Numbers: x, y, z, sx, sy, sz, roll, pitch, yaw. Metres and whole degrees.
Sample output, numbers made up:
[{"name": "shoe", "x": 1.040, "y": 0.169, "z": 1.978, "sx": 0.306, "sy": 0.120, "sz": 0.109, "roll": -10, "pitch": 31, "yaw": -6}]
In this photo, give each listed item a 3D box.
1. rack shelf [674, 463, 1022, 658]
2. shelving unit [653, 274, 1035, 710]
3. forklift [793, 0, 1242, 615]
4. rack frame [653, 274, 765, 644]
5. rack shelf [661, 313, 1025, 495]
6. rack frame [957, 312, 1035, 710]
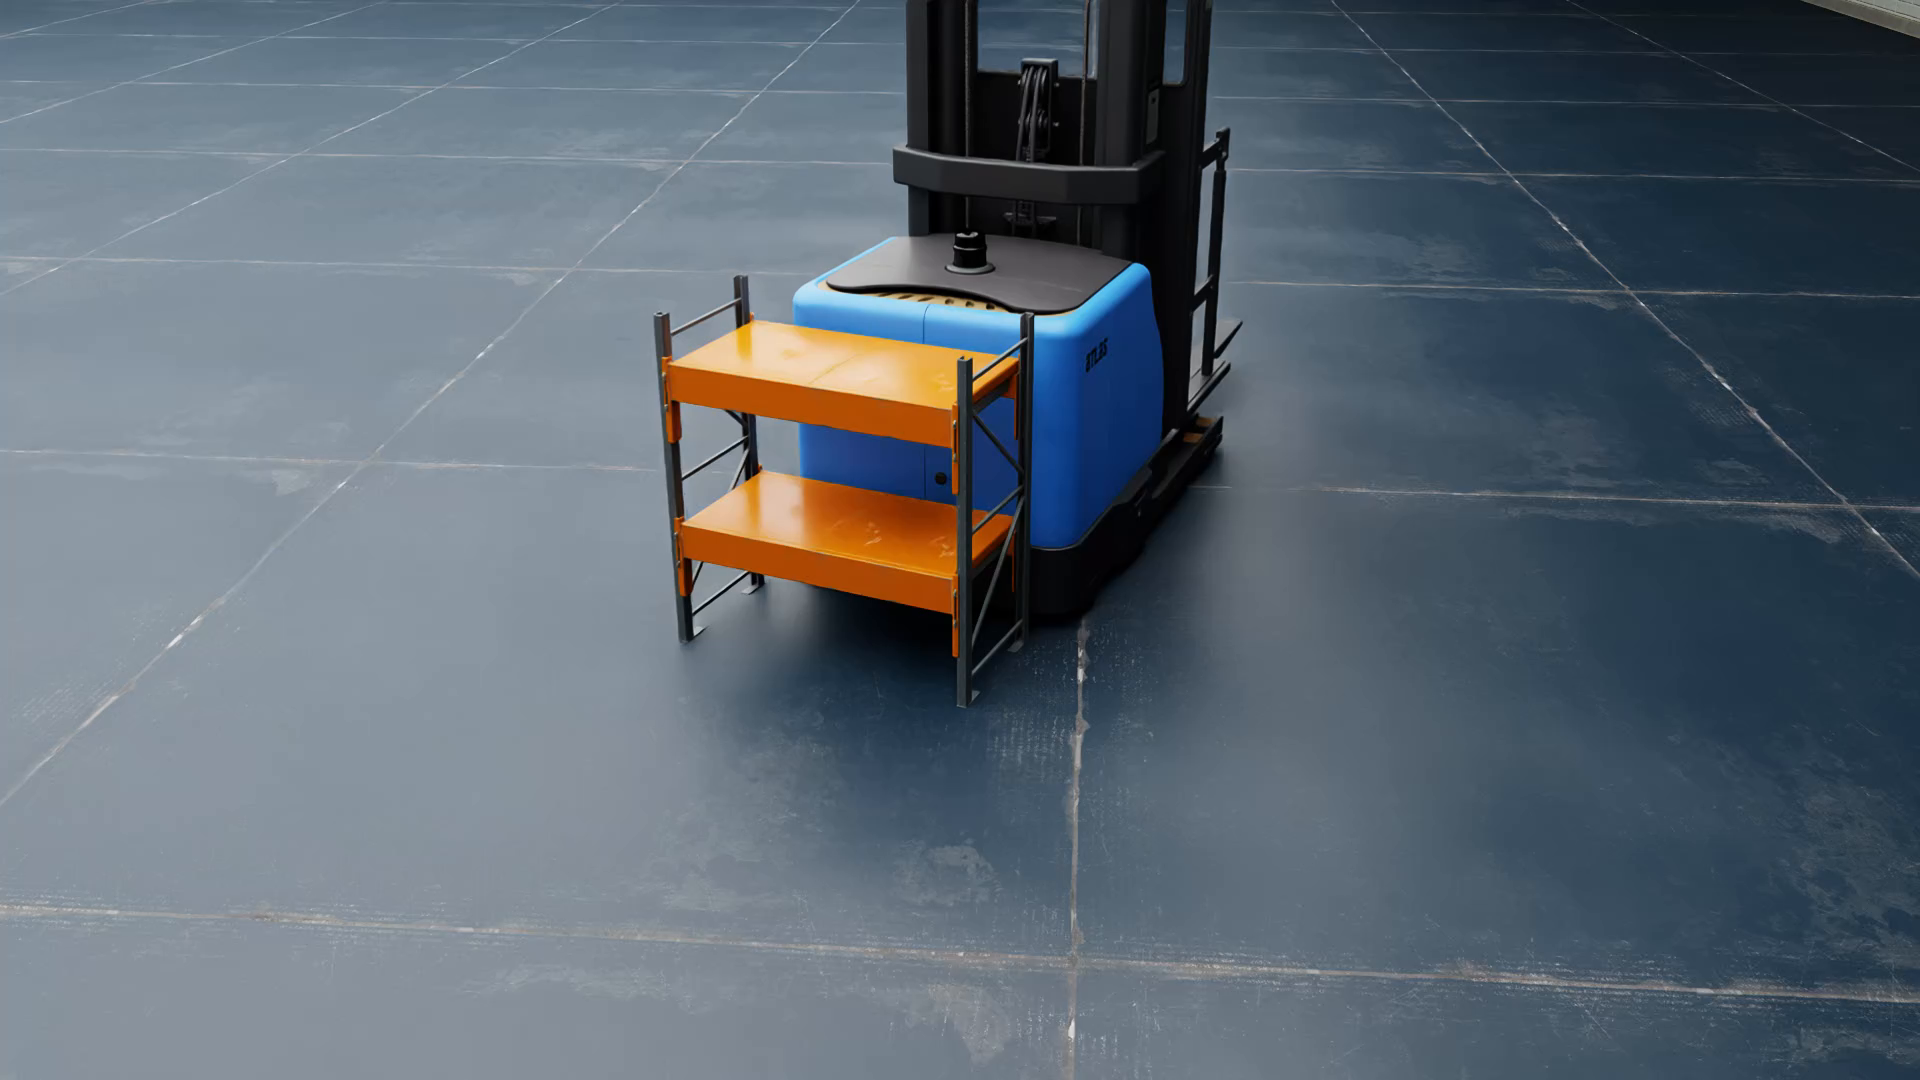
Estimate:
[{"name": "rack shelf", "x": -0.352, "y": 0.046, "z": 5.388, "sx": 1.000, "sy": 0.278, "sz": 0.538, "roll": 11, "pitch": 27, "yaw": 22}, {"name": "shelving unit", "x": -0.352, "y": -0.176, "z": 5.286, "sx": 1.048, "sy": 1.125, "sz": 0.538, "roll": 11, "pitch": 27, "yaw": 22}, {"name": "forklift", "x": 0.466, "y": -1.671, "z": 6.374, "sx": 1.130, "sy": 2.935, "sz": 3.031, "roll": 10, "pitch": 27, "yaw": 21}, {"name": "rack frame", "x": -0.813, "y": -0.265, "z": 5.480, "sx": 0.032, "sy": 1.125, "sz": 0.500, "roll": 11, "pitch": 27, "yaw": 22}, {"name": "rack shelf", "x": -0.352, "y": -0.441, "z": 5.163, "sx": 1.000, "sy": 0.278, "sz": 0.538, "roll": 11, "pitch": 27, "yaw": 22}, {"name": "rack frame", "x": 0.109, "y": -0.086, "z": 5.092, "sx": 0.032, "sy": 1.125, "sz": 0.500, "roll": 11, "pitch": 27, "yaw": 22}]
